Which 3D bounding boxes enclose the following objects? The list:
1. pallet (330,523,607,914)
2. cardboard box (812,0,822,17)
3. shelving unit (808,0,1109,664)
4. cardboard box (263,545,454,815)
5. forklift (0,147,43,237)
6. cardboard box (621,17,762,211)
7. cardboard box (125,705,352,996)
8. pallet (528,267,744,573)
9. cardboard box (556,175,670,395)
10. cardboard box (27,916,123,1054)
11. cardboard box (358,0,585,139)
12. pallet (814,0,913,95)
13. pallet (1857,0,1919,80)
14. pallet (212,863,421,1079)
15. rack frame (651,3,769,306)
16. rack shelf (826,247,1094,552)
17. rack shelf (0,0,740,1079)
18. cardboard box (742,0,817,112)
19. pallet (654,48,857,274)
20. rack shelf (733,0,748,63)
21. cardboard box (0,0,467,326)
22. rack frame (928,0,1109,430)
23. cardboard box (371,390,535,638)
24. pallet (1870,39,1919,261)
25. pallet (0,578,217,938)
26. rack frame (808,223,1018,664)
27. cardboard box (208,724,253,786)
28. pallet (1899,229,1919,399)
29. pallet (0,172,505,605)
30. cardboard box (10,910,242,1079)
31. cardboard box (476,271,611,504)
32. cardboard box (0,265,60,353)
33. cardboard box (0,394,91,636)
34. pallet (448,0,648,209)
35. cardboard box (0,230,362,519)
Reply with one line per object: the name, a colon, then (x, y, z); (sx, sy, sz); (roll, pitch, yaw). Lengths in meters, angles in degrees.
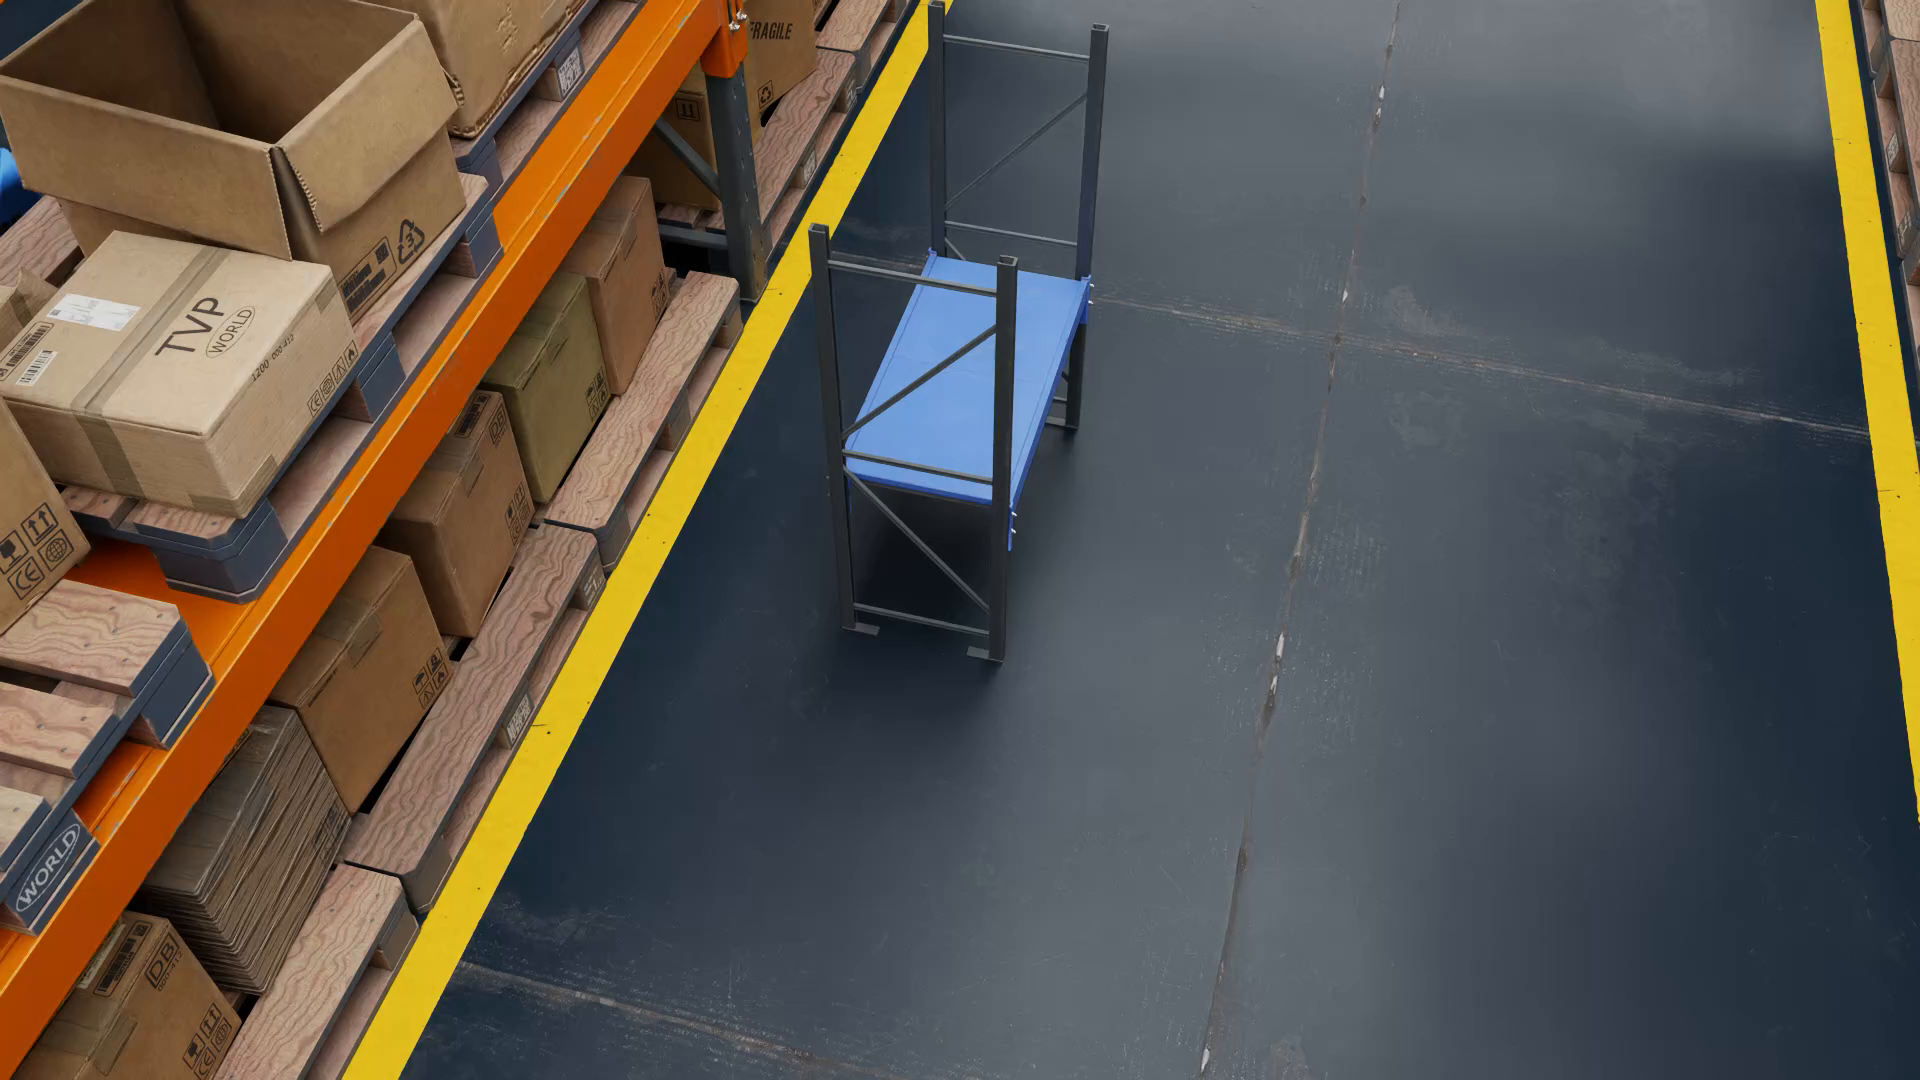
pallet: (-1.721, 0.390, 4.765); (1.003, 0.211, 1.213); (12, 50, 10)
cardboard box: (-0.823, -2.455, 6.803); (0.500, 0.500, 0.500); (8, 49, 7)
shelving unit: (0.022, -0.558, 4.742); (0.538, 1.500, 1.048); (12, 50, 10)
cardboard box: (-1.818, 0.290, 4.367); (0.700, 0.500, 0.500); (15, 50, 13)
forklift: (-3.887, -0.607, 3.831); (1.130, 2.935, 3.031); (25, 53, 20)
cardboard box: (-1.054, -1.575, 6.026); (0.500, 0.500, 0.500); (10, 49, 9)
cardboard box: (-1.960, 0.701, 4.004); (0.700, 0.500, 0.500); (8, 49, 7)
pallet: (-1.402, -0.495, 5.546); (1.003, 0.211, 1.213); (12, 50, 10)
cardboard box: (-1.380, -0.860, 5.382); (0.700, 0.500, 0.500); (8, 49, 7)
cardboard box: (-2.103, 0.855, 3.369); (0.500, 0.250, 0.500); (13, 50, 12)
cardboard box: (-1.542, -1.772, 4.133); (1.000, 1.000, 1.000); (12, 50, 10)
pallet: (-0.736, -2.437, 7.260); (1.003, 0.211, 1.213); (12, 50, 10)
pallet: (4.439, -2.324, 7.160); (1.003, 0.211, 1.213); (12, 50, 10)
pallet: (-2.044, 1.270, 3.989); (1.003, 0.211, 1.213); (12, 50, 10)
rack frame: (-1.198, -1.981, 4.998); (1.000, 3.000, 0.127); (12, 50, 10)
rack shelf: (0.022, -0.439, 4.877); (0.538, 0.185, 1.000); (12, 50, 10)
rack shelf: (-1.724, -0.297, 3.991); (1.077, 0.370, 4.000); (12, 50, 10)
cardboard box: (-0.911, -1.990, 6.393); (0.500, 0.500, 0.500); (27, 54, 22)
pallet: (-1.055, -1.551, 6.478); (1.003, 0.211, 1.213); (12, 50, 10)
rack shelf: (-0.672, -3.190, 6.545); (1.077, 0.370, 4.000); (12, 50, 10)
cardboard box: (-1.565, -0.882, 3.679); (0.797, 0.503, 0.637); (16, 51, 14)
rack frame: (0.156, -0.926, 5.067); (0.500, 1.500, 0.032); (12, 50, 10)
cardboard box: (-1.671, -0.114, 4.724); (0.700, 0.500, 0.500); (8, 49, 7)
pallet: (4.116, -1.444, 6.384); (1.003, 0.211, 1.213); (12, 50, 10)
pallet: (-2.166, 0.439, 2.990); (1.213, 0.211, 1.003); (12, 50, 10)
rack frame: (-0.111, -0.190, 4.418); (0.500, 1.500, 0.032); (12, 50, 10)
cardboard box: (-1.974, 0.469, 3.709); (0.500, 0.250, 0.500); (17, 51, 14)
pallet: (3.797, -0.559, 5.602); (1.003, 0.211, 1.213); (12, 50, 10)
pallet: (-1.769, -0.465, 3.787); (1.003, 0.211, 1.213); (12, 50, 10)
cardboard box: (-2.094, 1.105, 3.648); (0.700, 0.500, 0.500); (9, 49, 8)
cardboard box: (-1.524, -0.519, 5.081); (0.700, 0.500, 0.500); (11, 50, 10)
cardboard box: (-2.072, -0.442, 3.449); (0.396, 0.266, 0.258); (10, 49, 9)
cardboard box: (-2.097, -0.082, 2.975); (0.700, 0.500, 0.500); (18, 51, 16)
pallet: (-1.540, -1.394, 4.607); (1.003, 0.211, 1.213); (12, 50, 10)
cardboard box: (-1.588, -0.344, 3.373); (0.500, 0.250, 0.500); (10, 49, 9)
